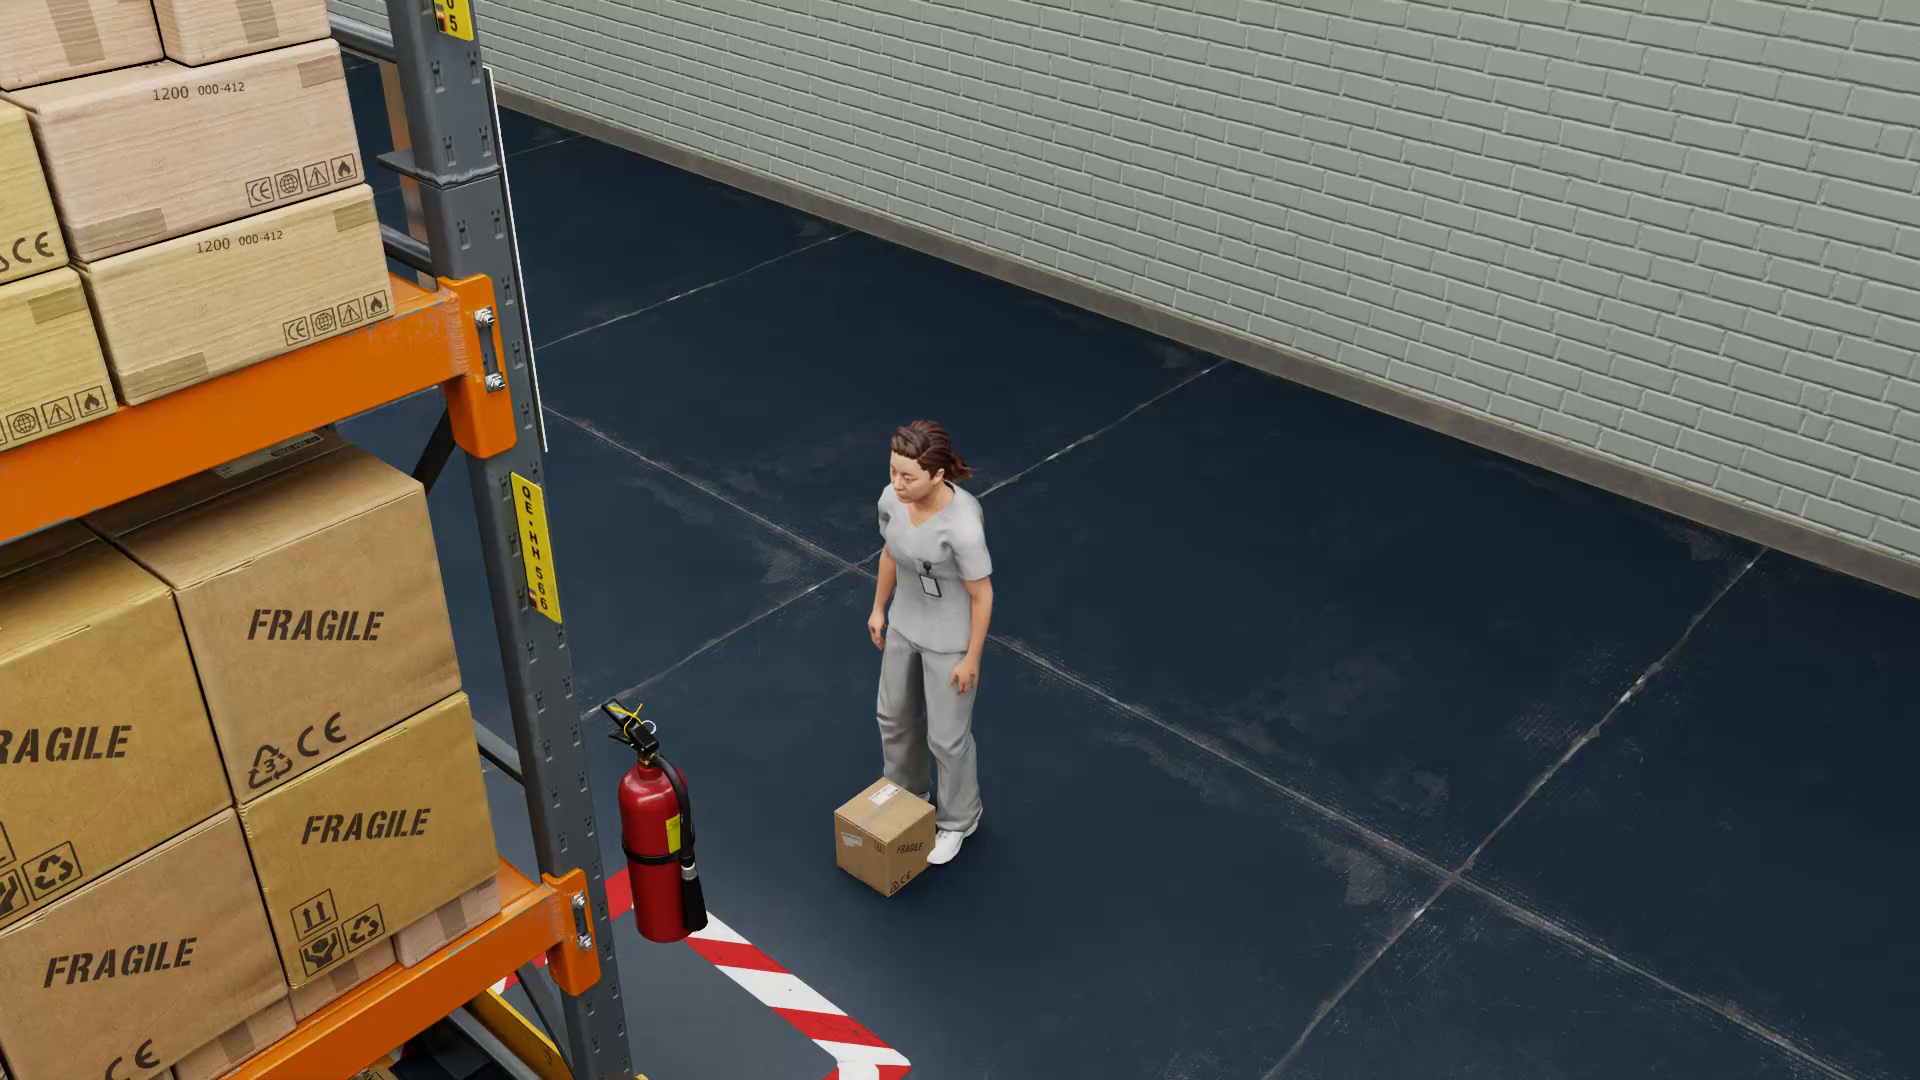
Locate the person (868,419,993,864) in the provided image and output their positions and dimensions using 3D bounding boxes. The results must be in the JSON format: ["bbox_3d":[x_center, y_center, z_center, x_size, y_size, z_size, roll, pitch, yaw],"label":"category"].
[{"bbox_3d":[-0.103,0.328,5.598,0.486,1.673,0.358,26,40,35],"label":"person"}]
